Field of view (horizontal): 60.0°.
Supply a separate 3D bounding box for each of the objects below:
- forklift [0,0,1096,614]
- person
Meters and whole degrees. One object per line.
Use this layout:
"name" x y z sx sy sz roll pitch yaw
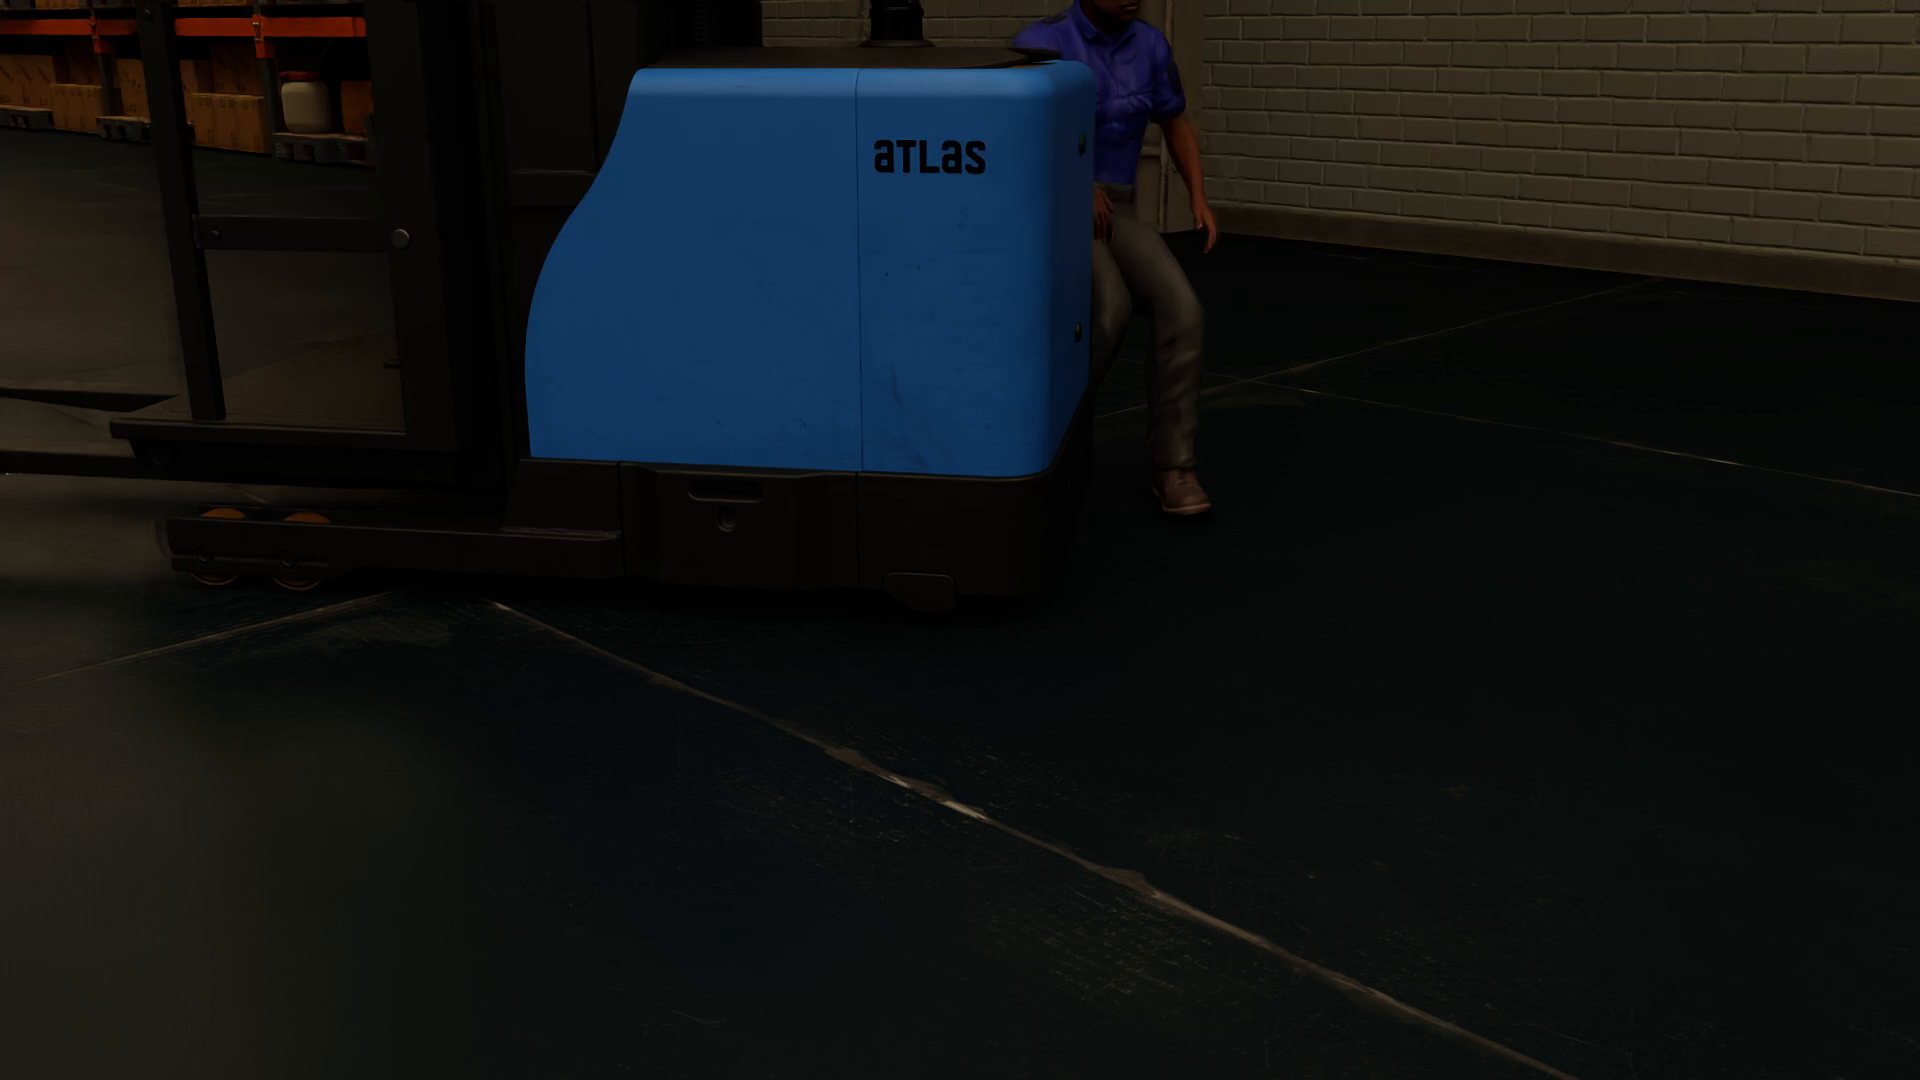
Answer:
"forklift" -1.235 -1.441 3.595 3.031 2.935 1.130 3 17 9
"person" 0.439 -0.790 4.178 0.720 1.464 0.800 -10 20 -30
